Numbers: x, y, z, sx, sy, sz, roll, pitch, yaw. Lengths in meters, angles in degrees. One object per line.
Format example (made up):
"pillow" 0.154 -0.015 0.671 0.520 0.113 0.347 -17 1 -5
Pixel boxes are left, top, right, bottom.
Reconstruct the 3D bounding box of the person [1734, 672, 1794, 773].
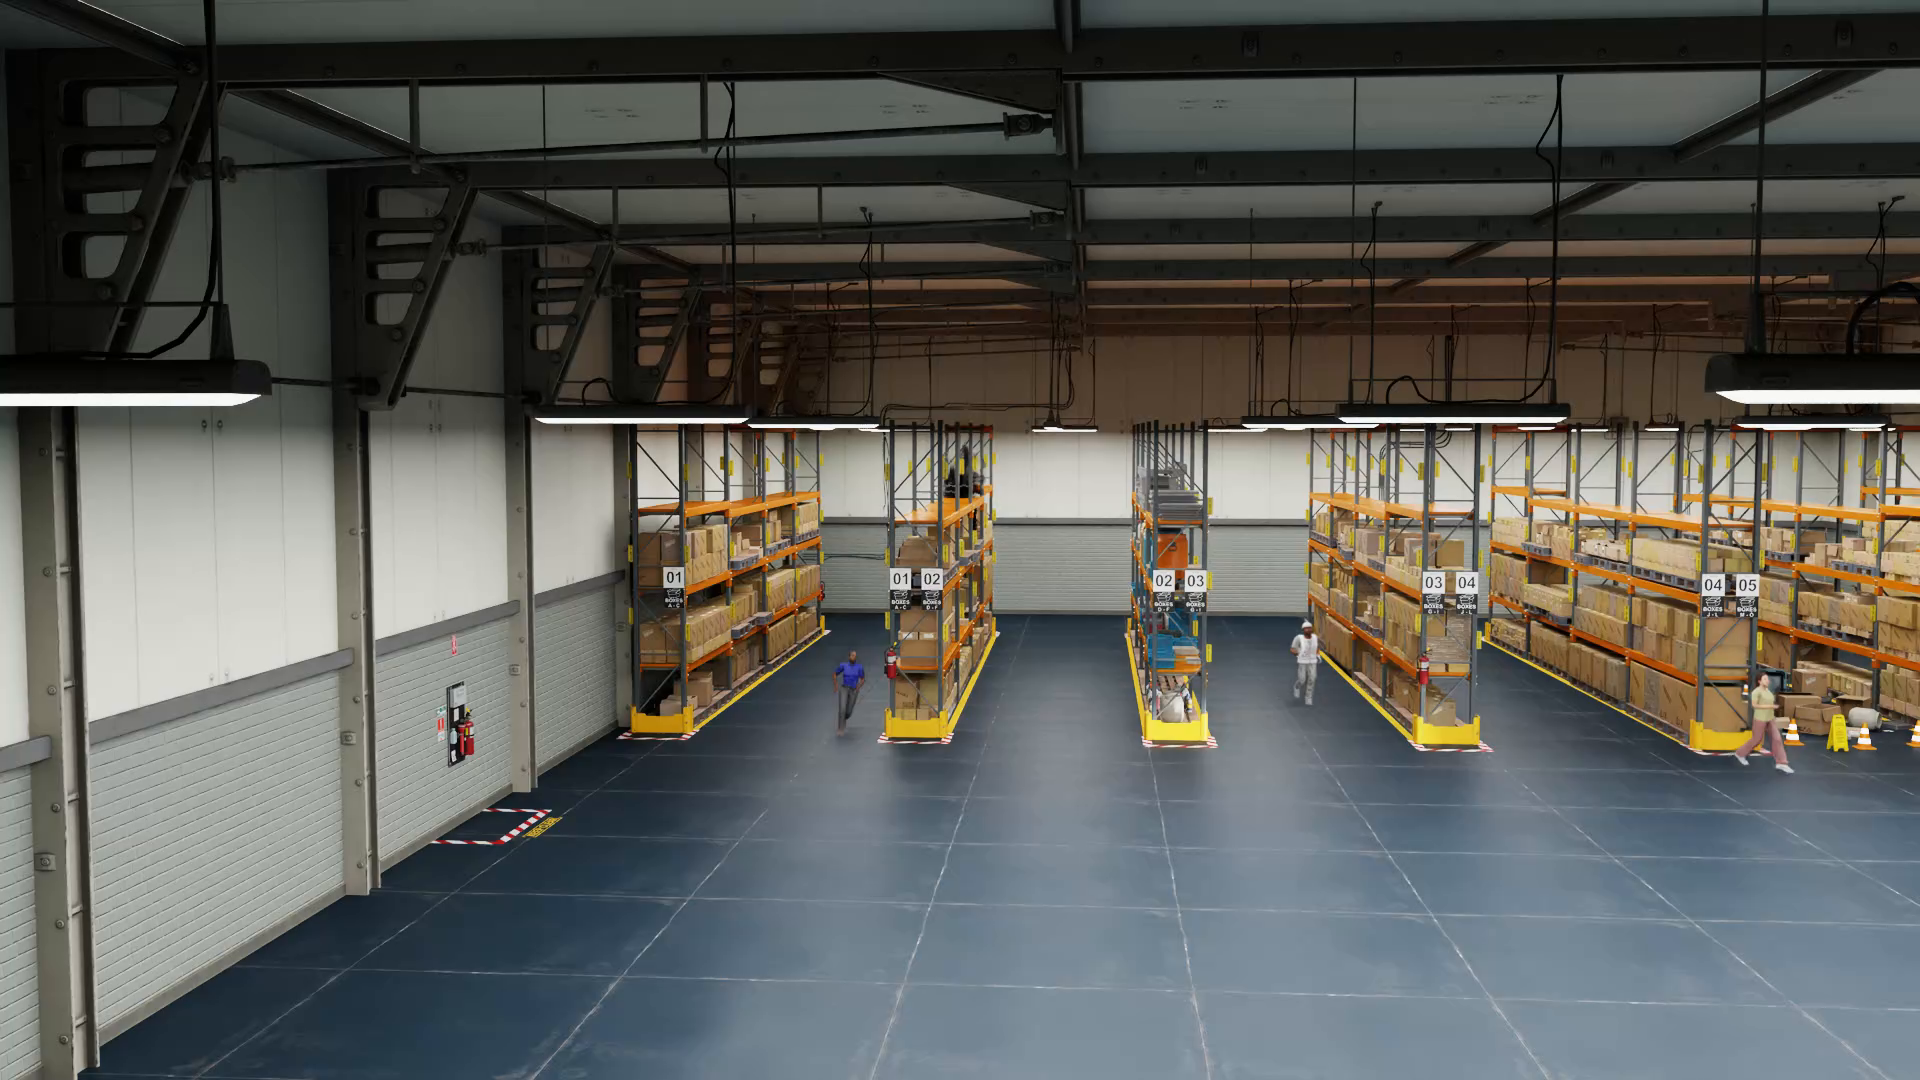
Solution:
"person" 13.709 3.077 28.312 0.581 1.646 1.012 -2 4 -29

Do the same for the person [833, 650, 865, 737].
"person" -2.123 2.916 31.867 0.615 1.619 0.709 -1 4 -9

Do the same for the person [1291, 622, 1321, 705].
"person" 7.350 2.607 35.335 0.691 1.750 0.764 -1 4 -10

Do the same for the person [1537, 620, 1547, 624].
"person" 16.423 2.000 46.775 0.583 1.527 0.607 -2 4 -31
